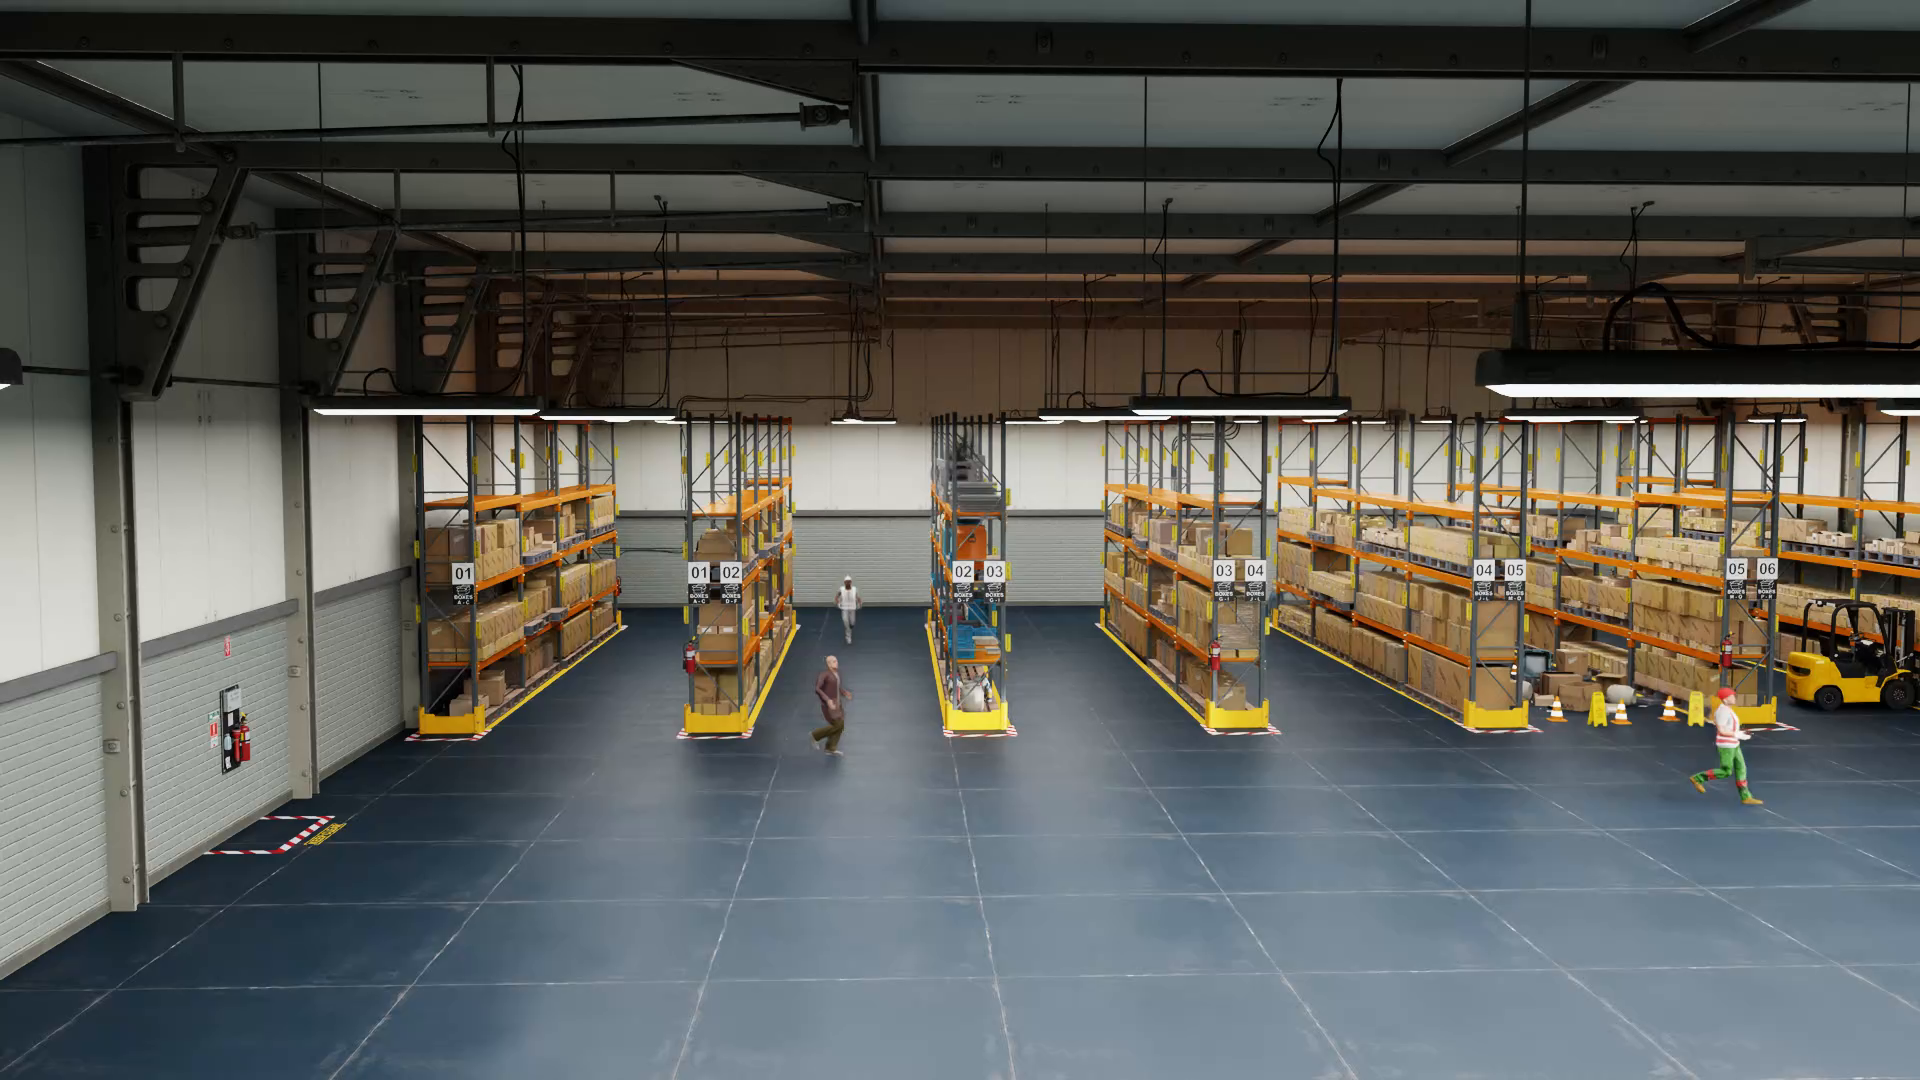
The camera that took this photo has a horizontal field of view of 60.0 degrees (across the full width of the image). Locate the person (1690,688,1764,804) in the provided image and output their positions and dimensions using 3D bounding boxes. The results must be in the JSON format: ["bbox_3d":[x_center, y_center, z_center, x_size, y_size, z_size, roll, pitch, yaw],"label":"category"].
[{"bbox_3d":[11.654,3.116,25.224,1.021,1.755,0.673,3,5,33],"label":"person"}]

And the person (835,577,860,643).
[{"bbox_3d":[-2.987,1.848,44.272,0.681,1.755,0.761,-1,4,-10],"label":"person"}]

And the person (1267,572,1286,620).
[{"bbox_3d":[9.433,1.529,48.965,0.834,1.815,0.700,-2,4,-27],"label":"person"}]

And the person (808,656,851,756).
[{"bbox_3d":[-2.259,2.889,29.010,0.685,1.742,0.704,2,4,22],"label":"person"}]
